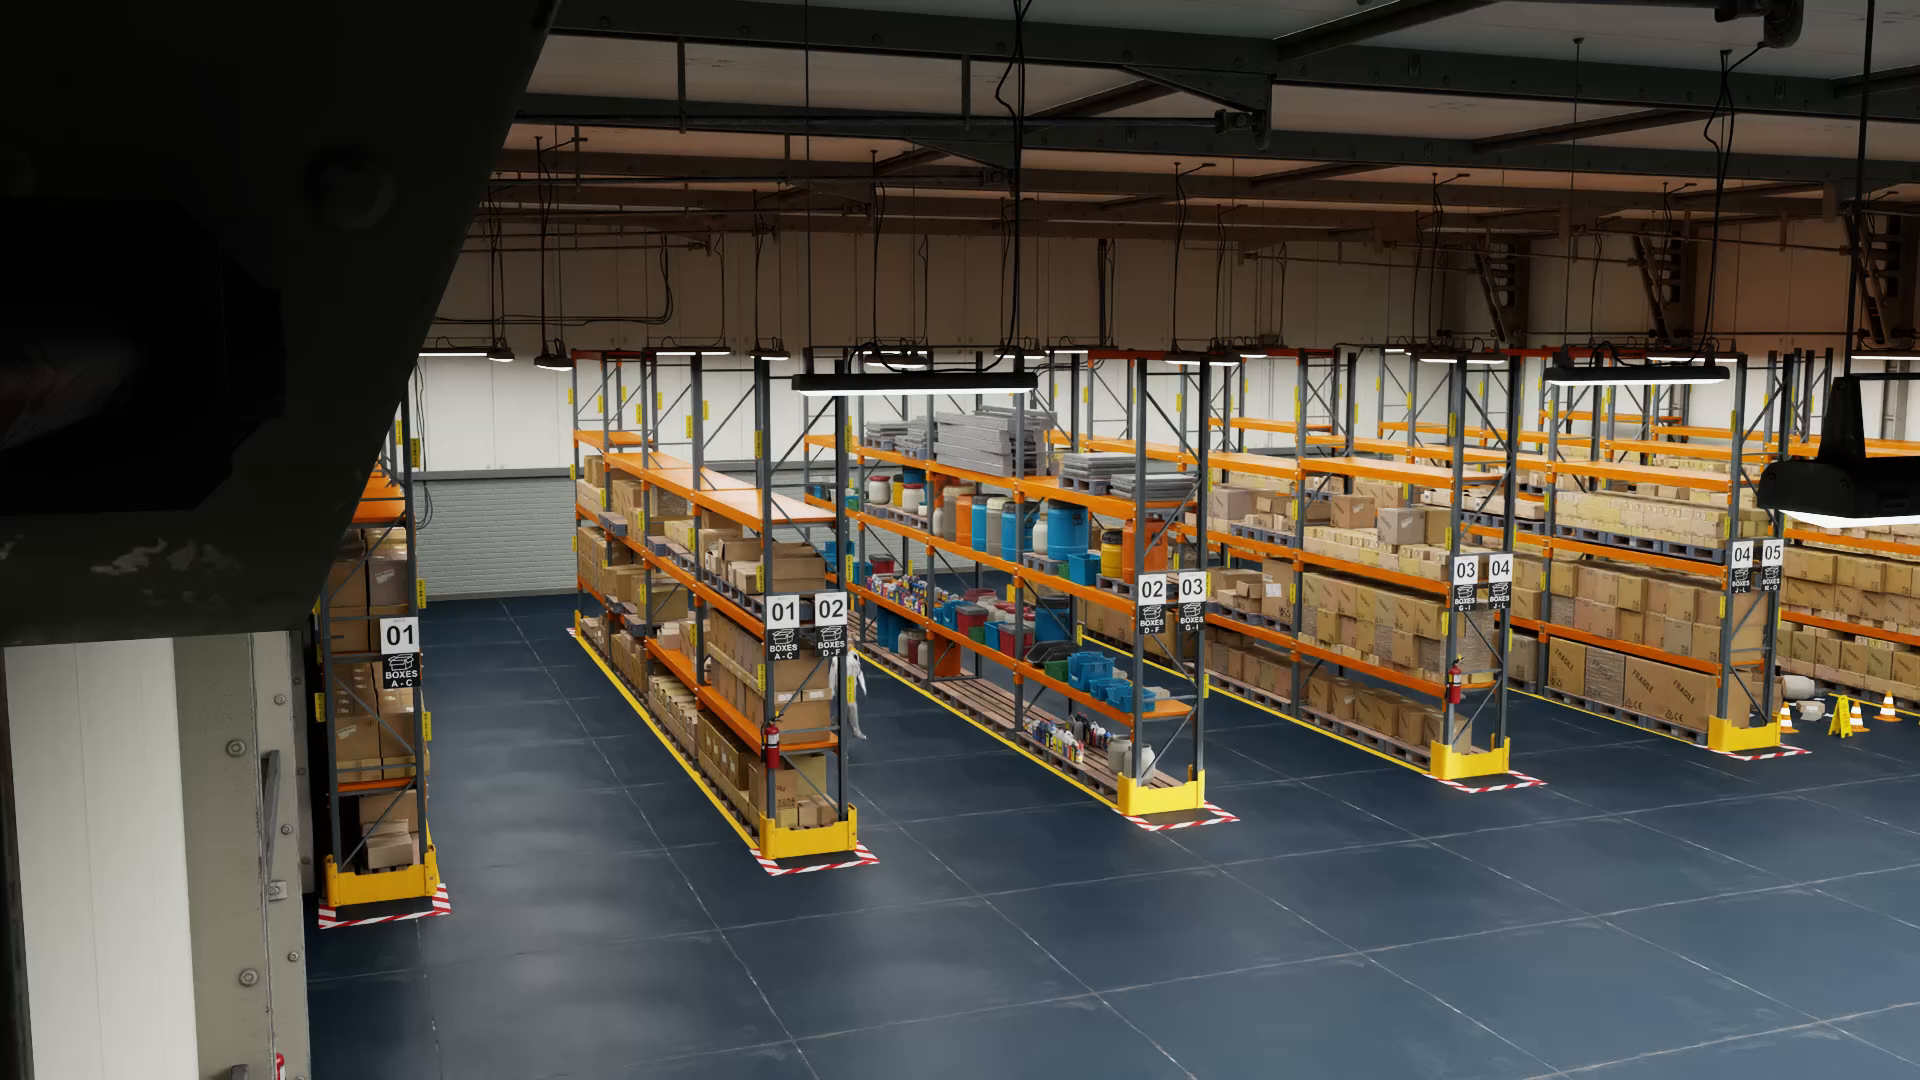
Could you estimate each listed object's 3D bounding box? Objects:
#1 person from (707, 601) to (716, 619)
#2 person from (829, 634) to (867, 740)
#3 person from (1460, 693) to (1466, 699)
[{"bbox_3d":[-4.887,1.353,33.237,0.571,1.744,0.656,3,8,26],"label":"person"},{"bbox_3d":[-1.667,2.181,25.182,1.065,1.552,0.531,6,9,40],"label":"person"},{"bbox_3d":[8.505,1.842,29.022,0.611,1.726,0.894,1,7,7],"label":"person"}]
